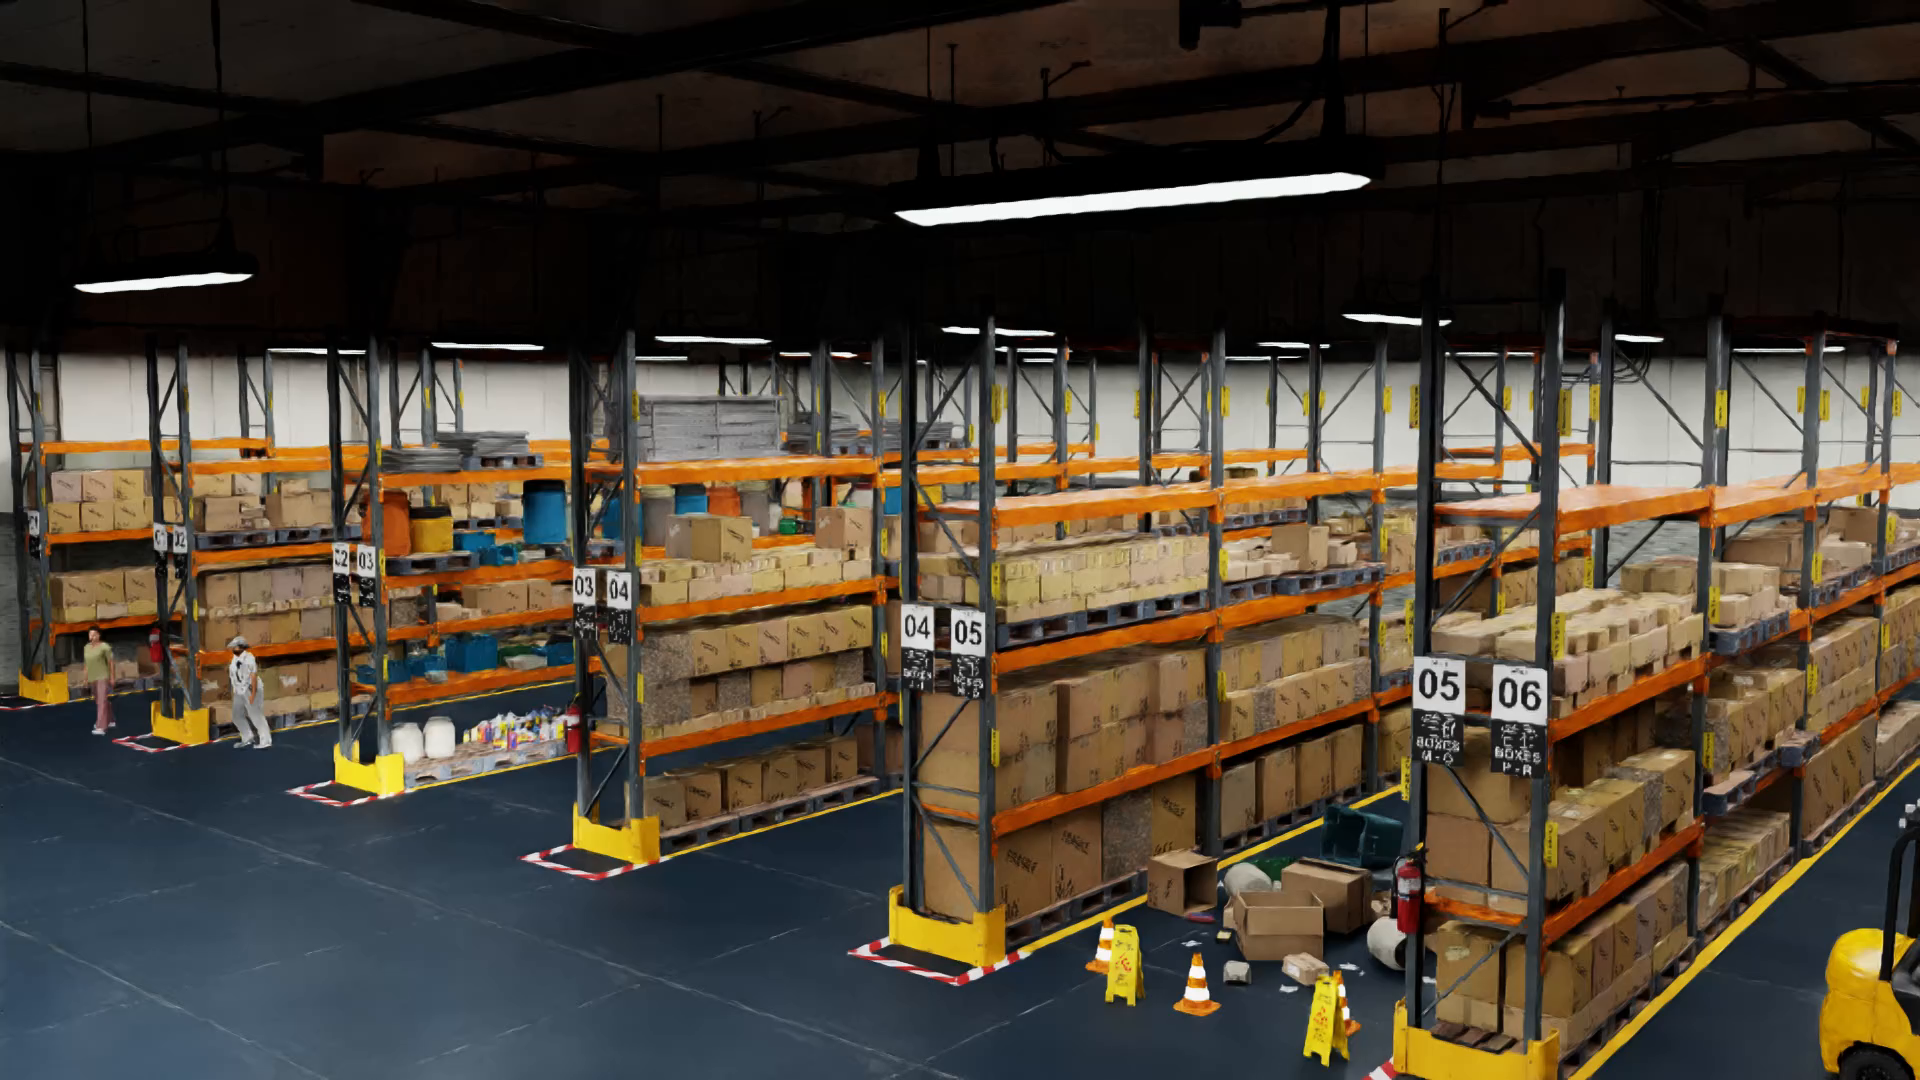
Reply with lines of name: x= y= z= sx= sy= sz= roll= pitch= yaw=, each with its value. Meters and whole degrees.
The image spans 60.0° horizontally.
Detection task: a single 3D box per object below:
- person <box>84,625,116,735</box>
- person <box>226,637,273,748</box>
person: x=-12.950 y=2.089 z=24.974 sx=0.573 sy=1.620 sz=0.875 roll=1 pitch=5 yaw=13
person: x=-10.281 y=2.196 z=23.995 sx=0.532 sy=1.637 sz=0.567 roll=4 pitch=7 yaw=41
